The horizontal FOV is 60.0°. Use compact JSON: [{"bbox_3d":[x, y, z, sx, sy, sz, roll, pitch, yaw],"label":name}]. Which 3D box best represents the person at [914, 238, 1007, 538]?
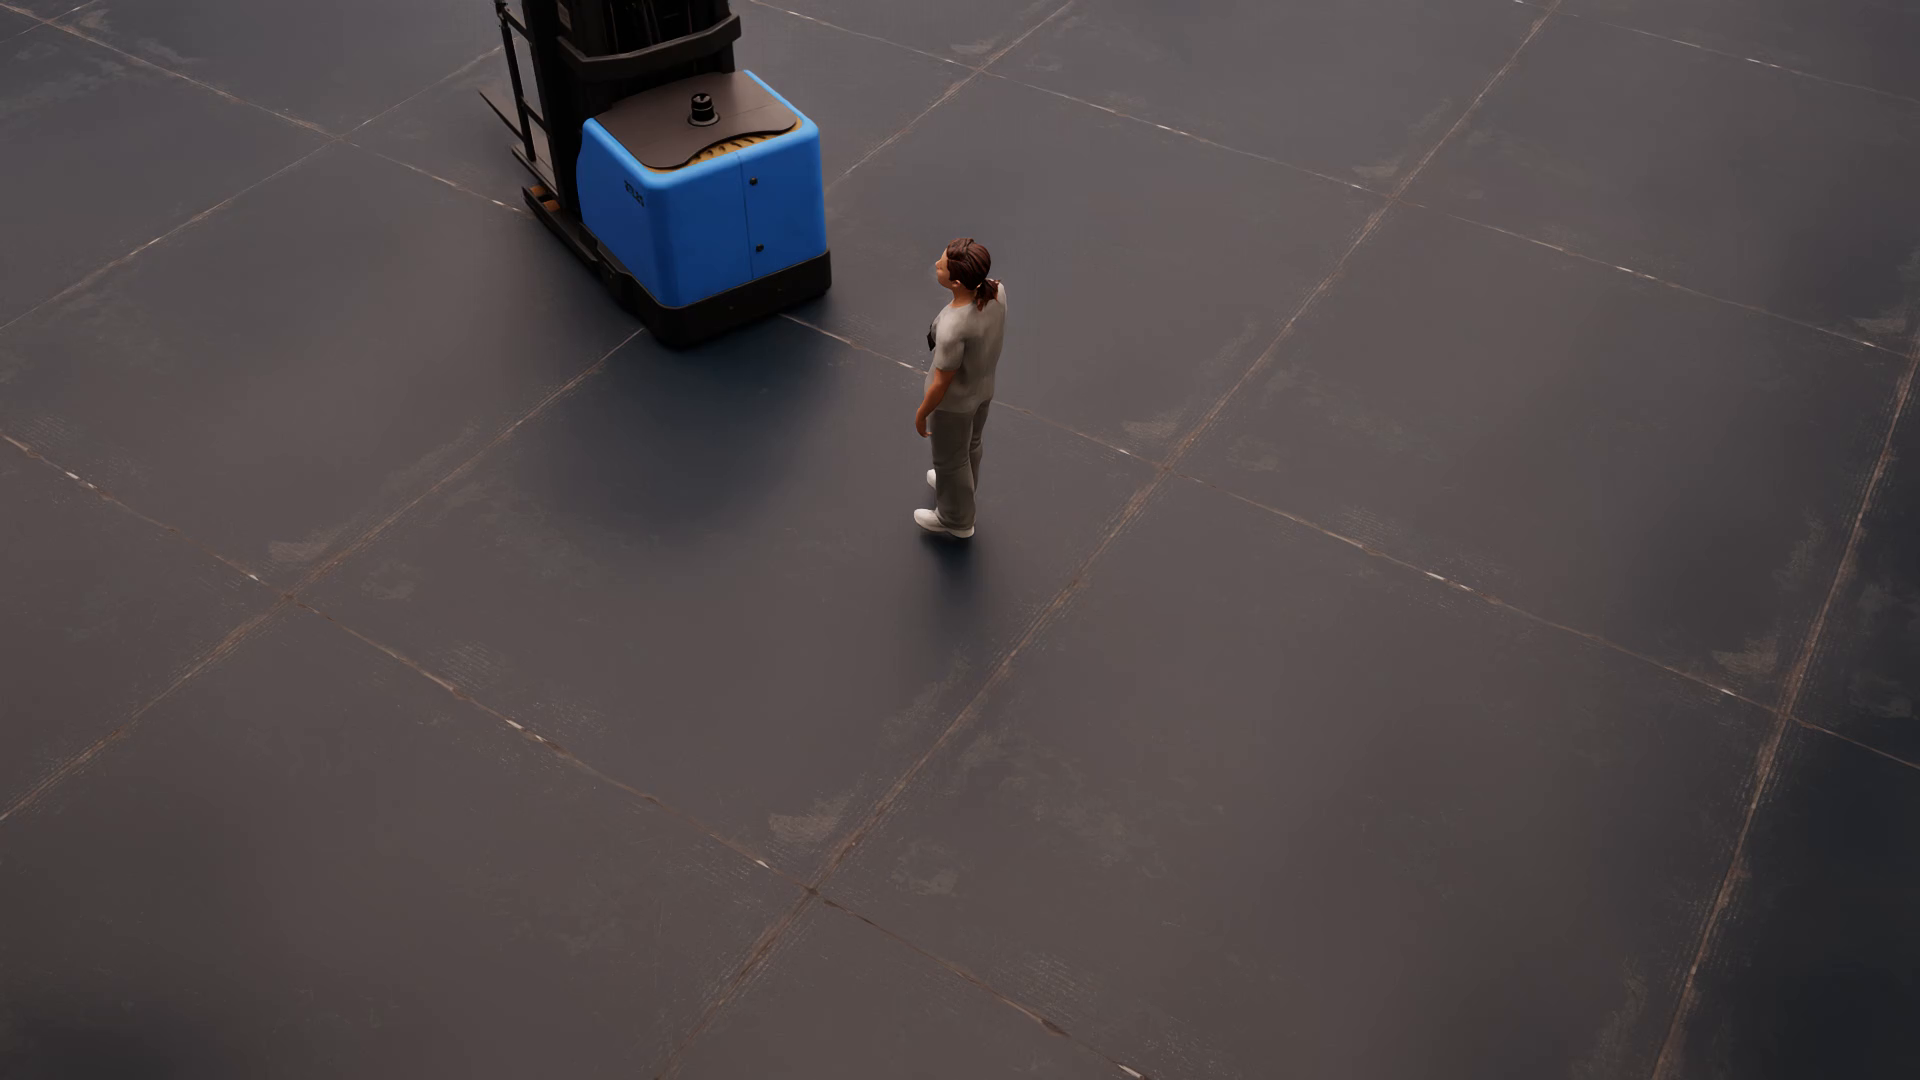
[{"bbox_3d":[-0.055,-0.678,7.407,0.547,1.673,0.549,24,48,23],"label":"person"}]

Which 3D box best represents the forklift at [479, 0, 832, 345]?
[{"bbox_3d":[-1.974,-3.097,9.115,1.130,2.935,3.031,-25,49,-24],"label":"forklift"}]
